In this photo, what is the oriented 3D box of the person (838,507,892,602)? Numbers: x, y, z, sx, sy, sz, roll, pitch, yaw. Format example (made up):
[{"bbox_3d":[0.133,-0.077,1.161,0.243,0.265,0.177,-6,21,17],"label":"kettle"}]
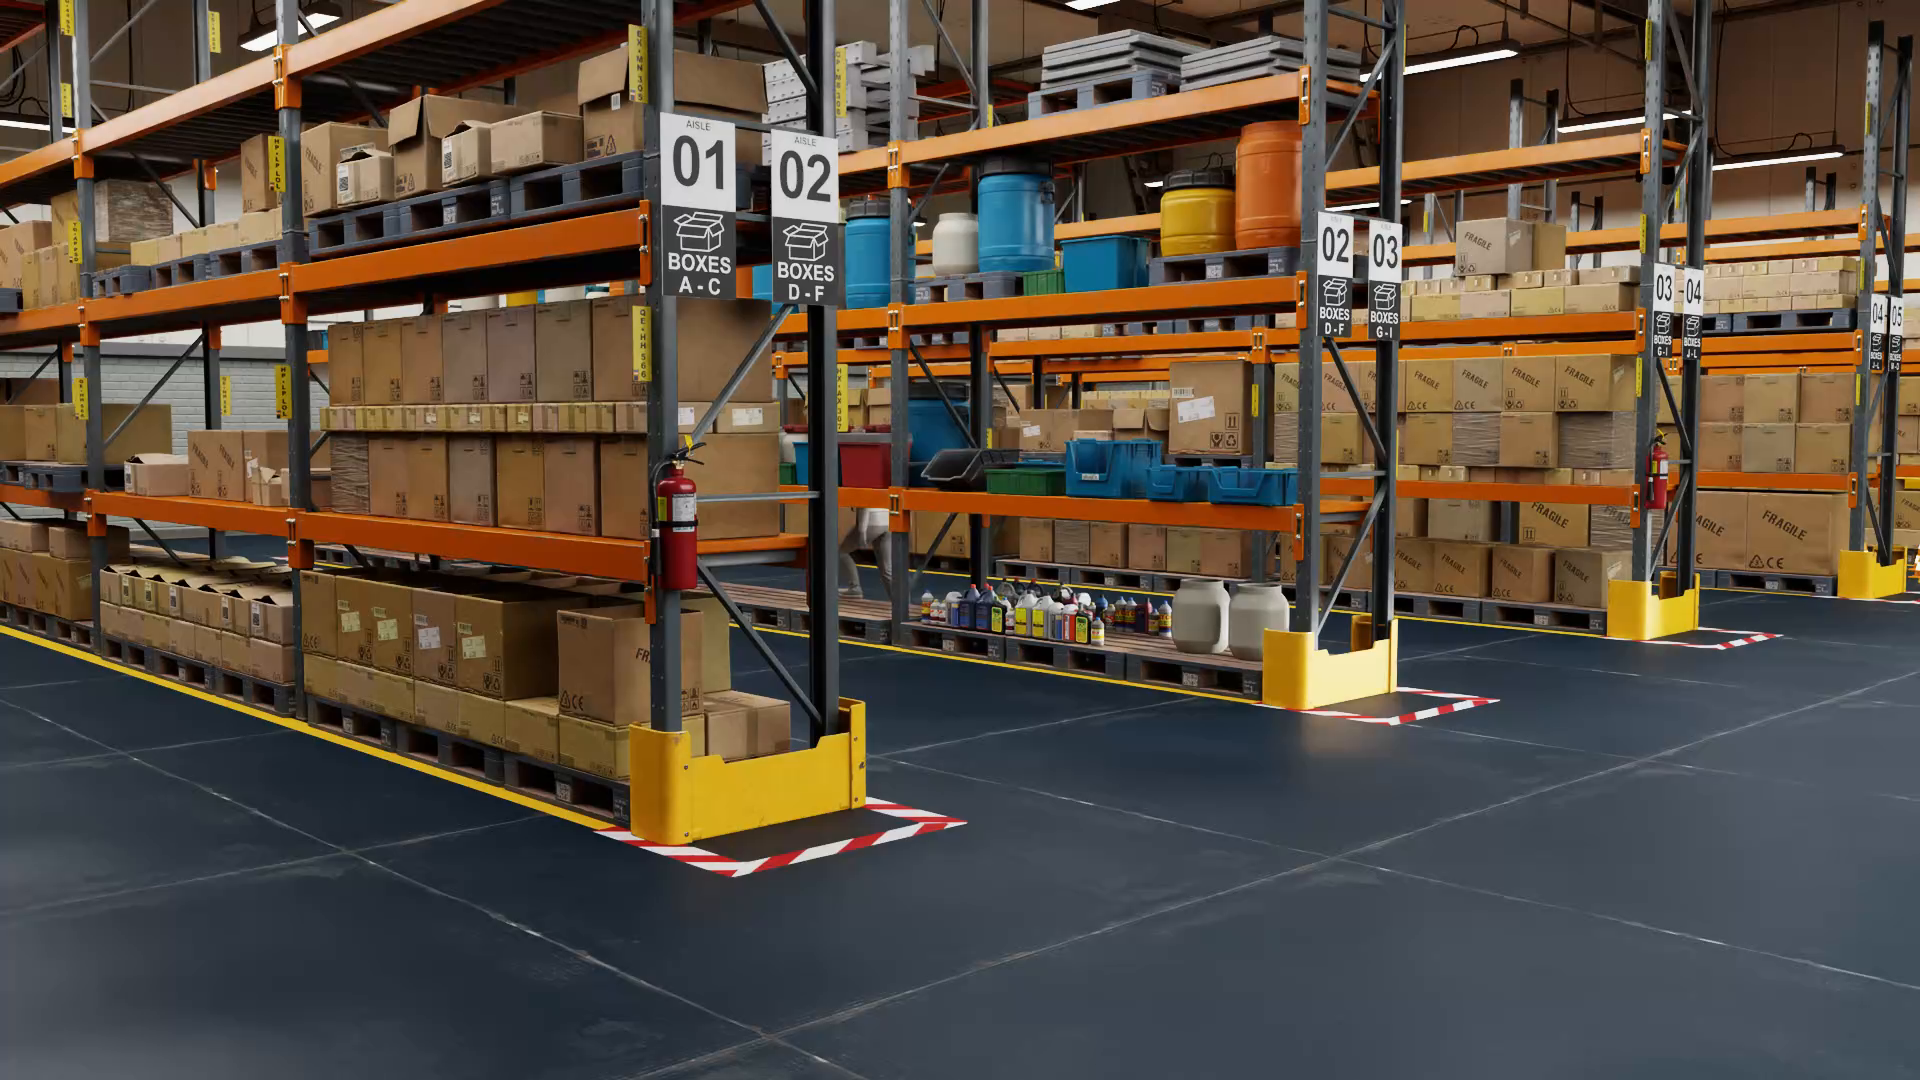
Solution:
[{"bbox_3d":[-0.866,-0.074,15.598,0.623,1.685,0.504,3,5,35],"label":"person"}]
